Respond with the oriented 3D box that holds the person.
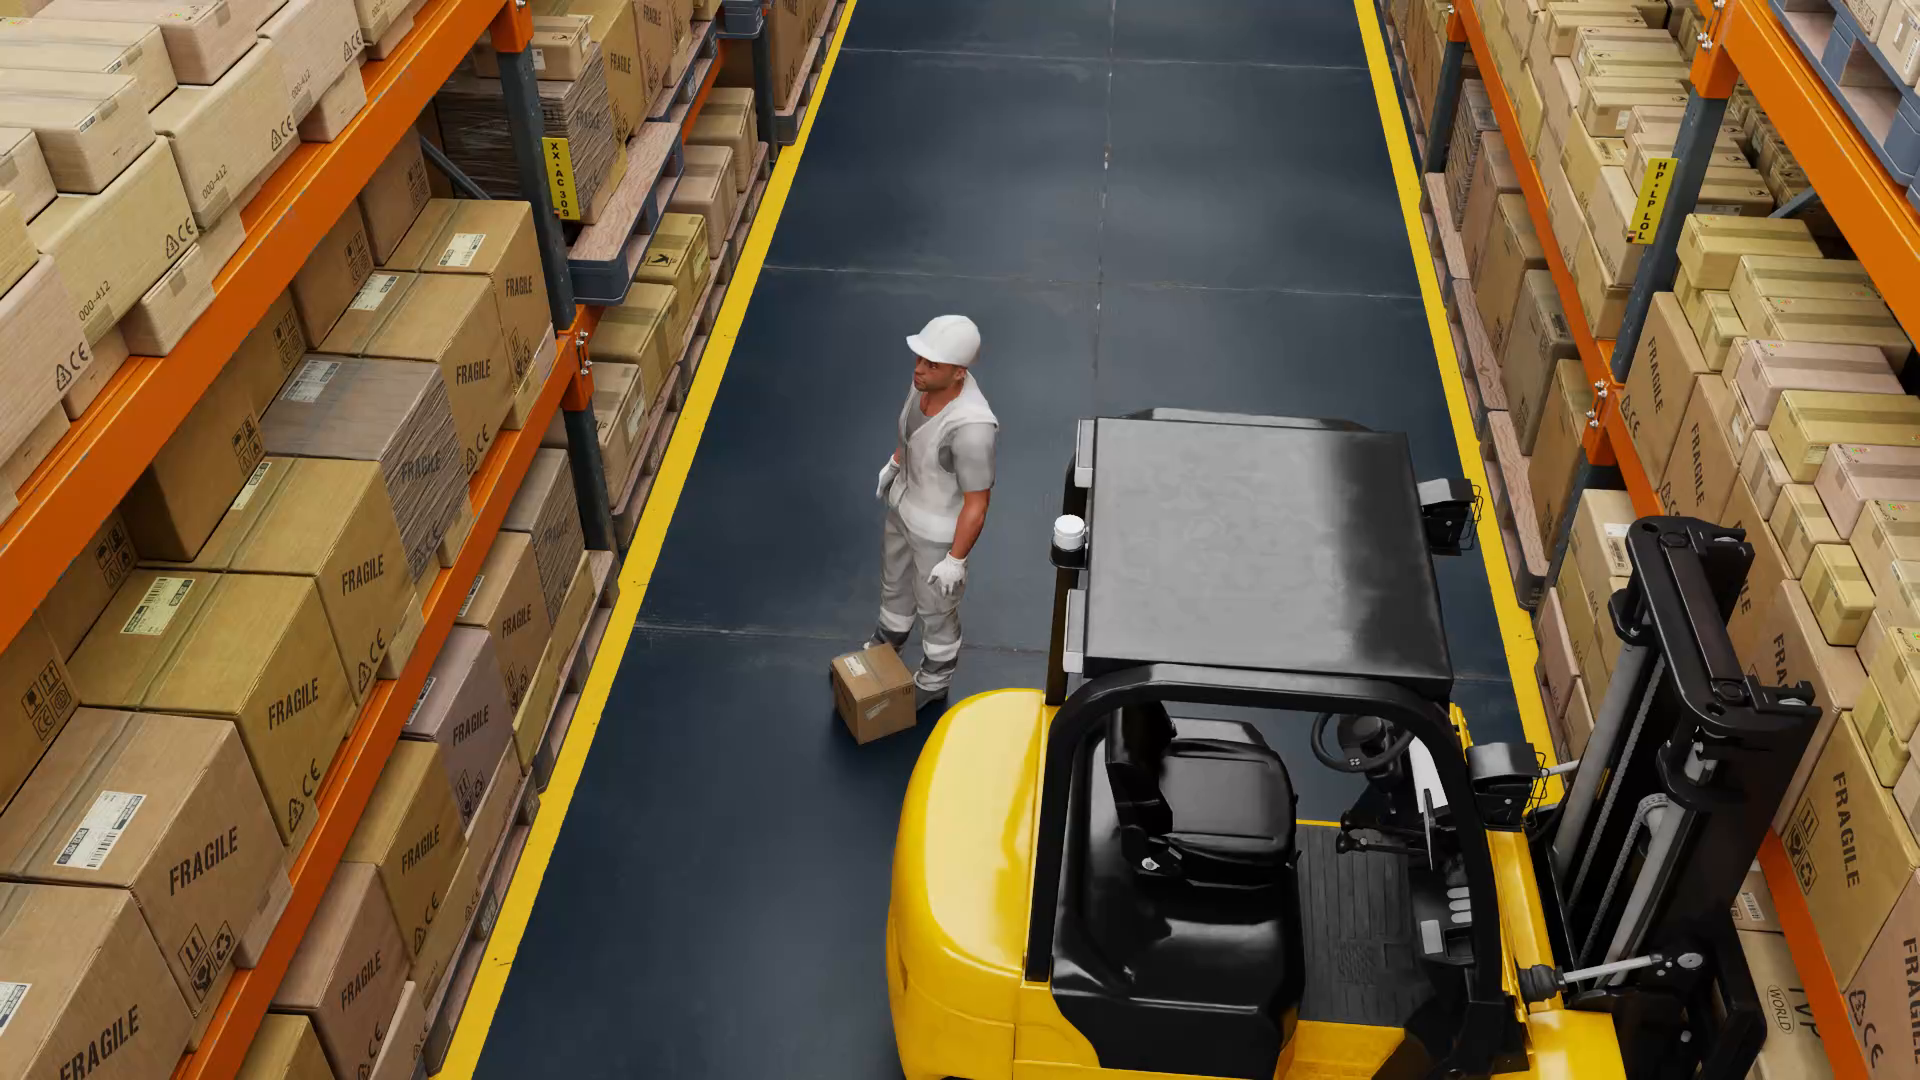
[{"bbox_3d":[-0.180,-0.060,6.194,0.562,1.790,0.637,-16,42,-18],"label":"person"}]
